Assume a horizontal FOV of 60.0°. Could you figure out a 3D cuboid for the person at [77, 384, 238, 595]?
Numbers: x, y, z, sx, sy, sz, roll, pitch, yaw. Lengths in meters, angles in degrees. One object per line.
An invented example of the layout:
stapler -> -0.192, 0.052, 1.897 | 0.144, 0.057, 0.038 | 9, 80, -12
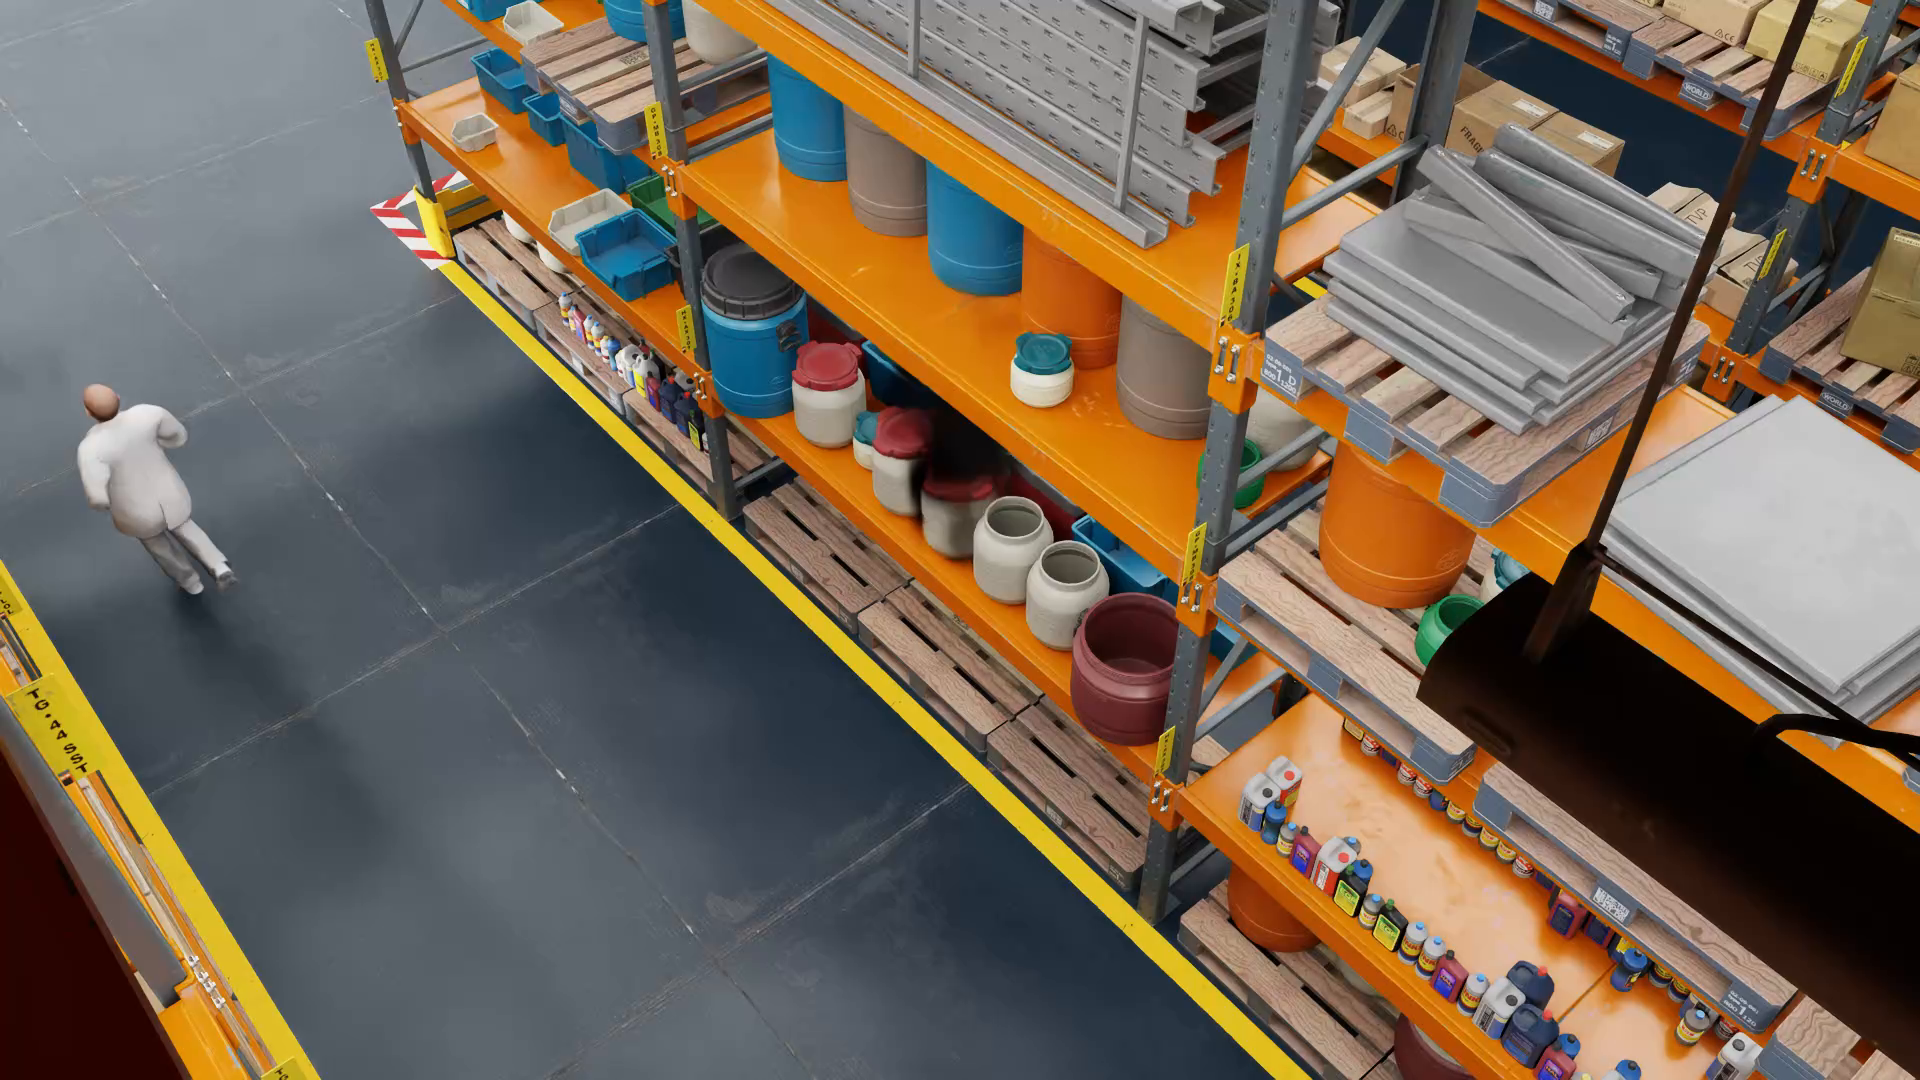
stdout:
person -> -4.851, -0.258, 9.984 | 0.758, 1.737, 0.699 | 29, 53, 24
